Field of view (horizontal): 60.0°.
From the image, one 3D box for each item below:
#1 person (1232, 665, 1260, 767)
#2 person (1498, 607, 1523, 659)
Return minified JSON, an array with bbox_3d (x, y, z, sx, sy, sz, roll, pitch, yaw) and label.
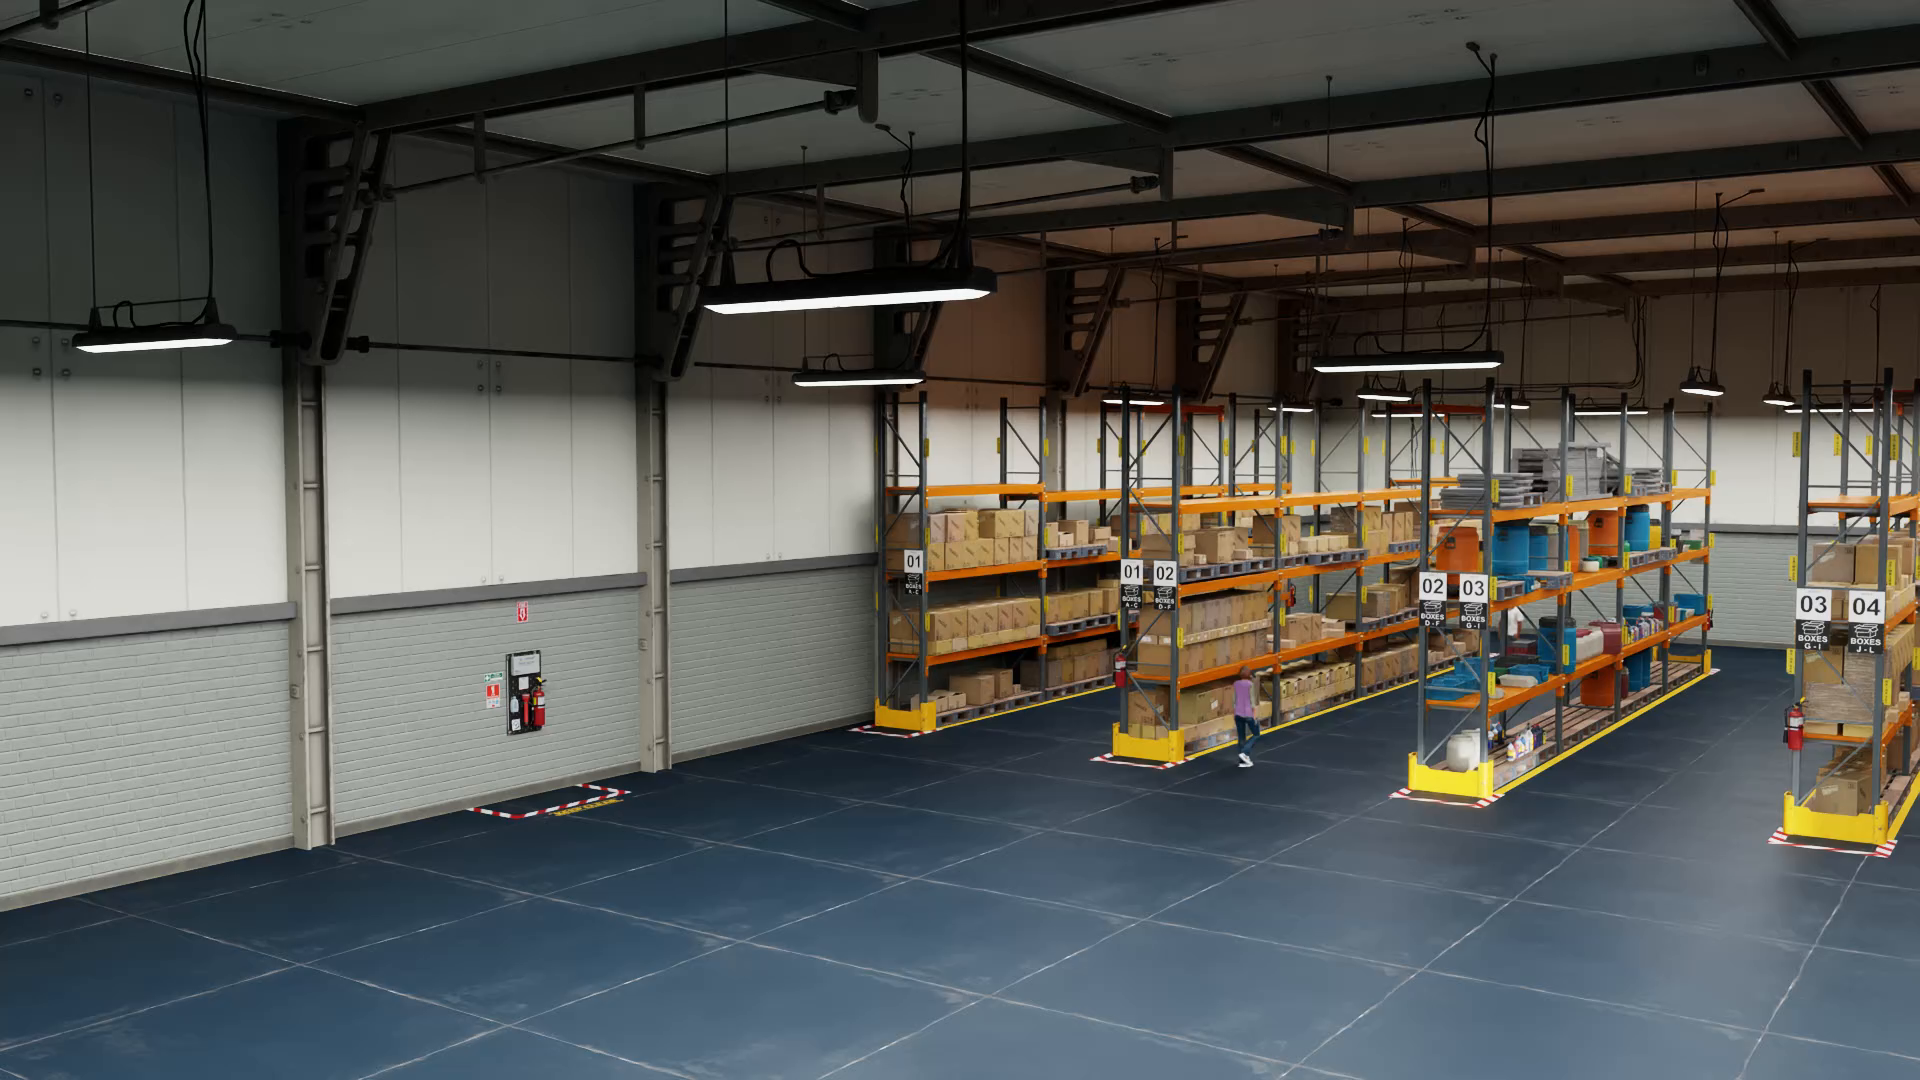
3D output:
[{"bbox_3d":[4.428,2.782,25.990,0.439,1.558,0.441,2,4,38],"label":"person"},{"bbox_3d":[12.231,2.076,37.070,0.606,1.708,1.085,2,4,35],"label":"person"}]
